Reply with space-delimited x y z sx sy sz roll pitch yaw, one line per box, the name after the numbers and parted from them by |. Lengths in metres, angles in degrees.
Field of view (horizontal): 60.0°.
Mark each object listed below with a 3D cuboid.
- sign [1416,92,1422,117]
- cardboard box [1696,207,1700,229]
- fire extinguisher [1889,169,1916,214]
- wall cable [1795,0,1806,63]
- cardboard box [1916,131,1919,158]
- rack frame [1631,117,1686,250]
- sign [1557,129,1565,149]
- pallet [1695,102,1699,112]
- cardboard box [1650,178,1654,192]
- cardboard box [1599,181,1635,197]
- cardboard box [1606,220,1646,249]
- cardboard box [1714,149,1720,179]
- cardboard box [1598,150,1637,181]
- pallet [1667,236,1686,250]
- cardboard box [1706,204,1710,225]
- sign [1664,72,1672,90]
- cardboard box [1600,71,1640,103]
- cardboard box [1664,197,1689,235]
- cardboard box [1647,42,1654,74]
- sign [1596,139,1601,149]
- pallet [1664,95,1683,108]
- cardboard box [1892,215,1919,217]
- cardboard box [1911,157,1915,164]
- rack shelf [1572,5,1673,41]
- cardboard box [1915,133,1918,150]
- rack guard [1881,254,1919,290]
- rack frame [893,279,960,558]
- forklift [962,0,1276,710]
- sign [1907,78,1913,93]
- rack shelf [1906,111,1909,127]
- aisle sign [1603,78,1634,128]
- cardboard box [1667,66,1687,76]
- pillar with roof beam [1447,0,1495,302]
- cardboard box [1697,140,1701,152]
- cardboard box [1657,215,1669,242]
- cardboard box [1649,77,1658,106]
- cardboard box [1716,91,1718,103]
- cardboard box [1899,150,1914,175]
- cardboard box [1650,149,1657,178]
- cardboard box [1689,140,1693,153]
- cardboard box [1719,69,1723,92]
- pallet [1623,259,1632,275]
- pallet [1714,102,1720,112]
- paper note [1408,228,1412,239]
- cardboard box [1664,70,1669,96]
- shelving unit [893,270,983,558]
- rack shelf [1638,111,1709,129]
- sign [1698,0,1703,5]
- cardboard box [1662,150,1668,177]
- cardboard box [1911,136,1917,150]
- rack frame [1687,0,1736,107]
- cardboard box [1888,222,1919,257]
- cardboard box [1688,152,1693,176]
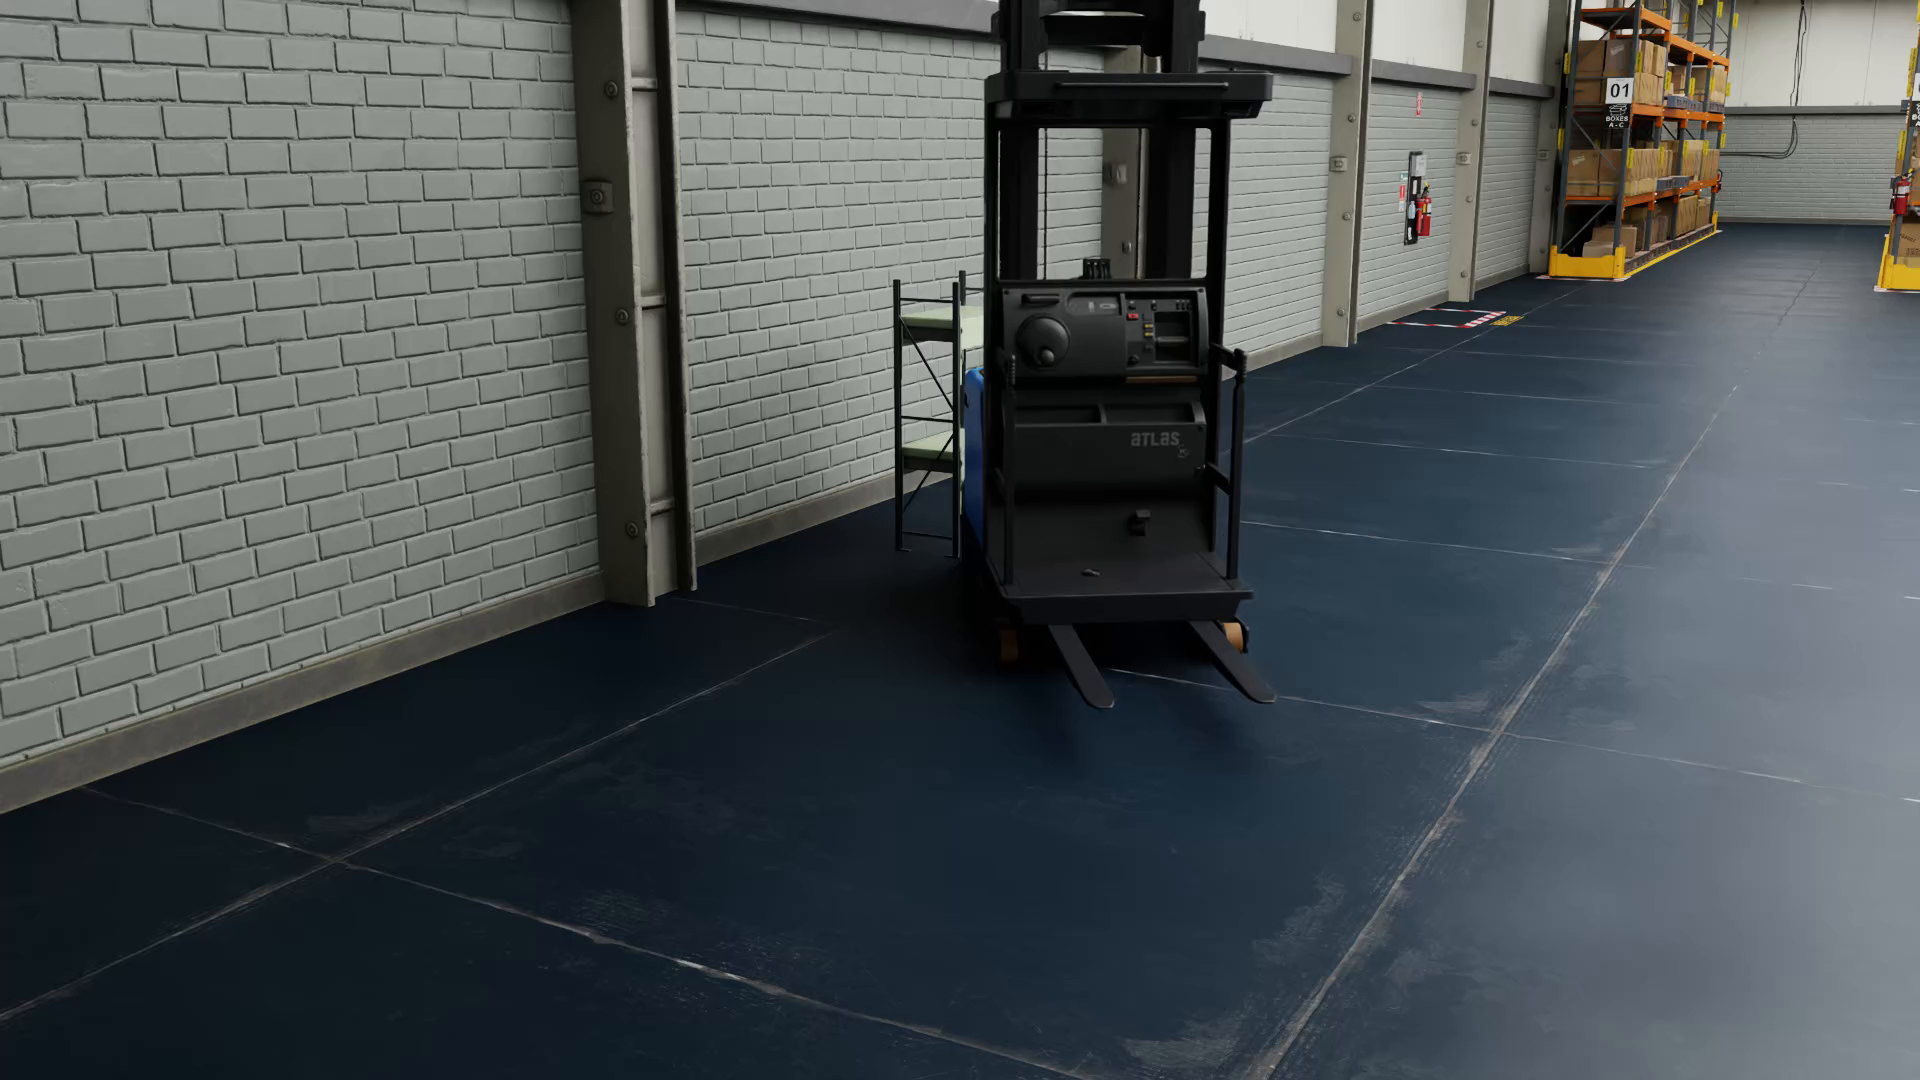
5.813 -5.513 21.057 0.001 0.298 0.199 7 15 28 | sign
16.704 -7.462 38.521 0.700 0.500 0.500 8 16 29 | cardboard box
14.326 -5.299 25.279 0.296 0.674 0.183 7 15 28 | fire extinguisher
23.601 -13.827 43.536 3.097 2.526 0.112 7 15 28 | wall cable
15.052 -6.093 25.425 0.700 0.500 0.500 7 15 28 | cardboard box
14.319 -7.510 34.285 1.000 3.000 0.127 7 15 28 | rack frame
9.975 -6.652 27.582 0.100 0.325 0.005 7 15 28 | sign
15.121 -9.245 35.482 1.003 0.211 1.213 8 16 31 | pallet
12.173 -6.394 29.931 0.500 0.250 0.500 7 15 28 | cardboard box
10.965 -5.870 27.759 0.500 0.250 0.500 7 15 26 | cardboard box
12.726 -5.841 31.757 0.700 0.500 0.500 8 16 30 | cardboard box
17.948 -9.192 40.620 0.980 0.700 0.700 8 16 31 | cardboard box
10.945 -6.234 27.670 0.500 0.500 0.500 7 15 28 | cardboard box
14.766 -6.308 35.248 1.003 0.211 1.213 7 15 28 | pallet
17.935 -7.986 40.694 0.700 0.500 0.500 7 15 28 | cardboard box
12.864 -8.339 30.221 0.100 0.325 0.005 7 15 28 | sign
10.832 -7.426 27.279 0.500 0.500 0.500 8 16 30 | cardboard box
15.218 -6.984 35.795 0.750 0.750 0.750 7 15 28 | cardboard box
11.375 -8.127 28.053 0.500 0.500 0.500 8 16 30 | cardboard box
11.897 -7.315 31.003 0.100 0.325 0.005 7 15 28 | sign
12.777 -8.171 31.027 1.213 0.211 1.003 7 15 28 | pallet
16.225 -5.301 28.494 0.500 0.500 0.500 7 15 28 | cardboard box
15.432 -6.038 26.582 0.380 0.149 0.250 8 16 30 | cardboard box
11.418 -8.844 28.561 1.077 0.370 4.000 7 15 28 | rack shelf
16.514 -6.717 28.012 0.700 0.500 0.500 7 15 28 | cardboard box
14.778 -4.088 25.425 1.175 0.500 0.348 7 15 28 | rack guard
-0.180 -0.653 9.041 0.400 1.500 0.023 7 15 28 | rack frame
0.674 -0.958 7.253 1.130 2.935 3.031 -1 14 -6 | forklift
18.183 -8.721 31.805 0.100 0.325 0.005 7 15 28 | sign
17.690 -7.648 29.991 1.077 0.370 4.000 7 15 28 | rack shelf
10.679 -7.084 26.970 0.394 0.787 0.004 7 15 28 | aisle sign
15.458 -10.136 36.023 0.500 0.250 0.500 7 15 26 | cardboard box
10.900 -7.308 20.647 9.100 9.000 0.400 7 15 28 | pillar with roof beam
15.995 -8.670 36.604 0.500 0.250 0.500 8 16 29 | cardboard box
14.016 -6.355 33.890 0.700 0.500 0.500 8 16 29 | cardboard box
12.102 -7.972 29.545 0.500 0.500 0.500 6 15 23 | cardboard box
17.318 -10.290 38.626 0.500 0.250 0.500 7 15 26 | cardboard box
19.889 -7.803 34.391 0.700 0.500 0.500 10 17 37 | cardboard box
12.191 -6.756 29.834 0.500 0.500 0.500 7 15 28 | cardboard box
15.261 -8.355 35.299 0.500 0.250 0.500 7 15 28 | cardboard box
17.575 -10.764 38.991 0.500 0.500 0.500 7 15 26 | cardboard box
10.912 -4.692 28.544 1.003 0.211 1.213 7 15 28 | pallet
17.248 -10.162 39.074 1.003 0.211 1.213 7 15 28 | pallet
5.758 -3.920 21.273 0.016 0.148 0.142 7 15 28 | paper note
13.315 -8.757 31.946 0.500 0.500 0.500 7 15 26 | cardboard box
-0.003 -0.728 9.352 0.431 1.500 0.755 7 15 28 | shelving unit
15.285 -9.029 35.720 1.077 0.370 4.000 7 15 28 | rack shelf
14.798 -10.860 33.217 0.100 0.325 0.005 7 15 28 | sign
13.517 -7.417 32.747 0.700 0.500 0.500 7 15 28 | cardboard box
20.608 -8.438 35.788 0.500 0.500 0.500 7 15 28 | cardboard box
18.186 -12.068 40.390 1.000 3.000 0.127 7 15 28 | rack frame
14.788 -4.684 25.934 0.500 0.500 0.500 7 15 28 | cardboard box
15.280 -7.992 35.393 0.500 0.500 0.500 7 15 28 | cardboard box
